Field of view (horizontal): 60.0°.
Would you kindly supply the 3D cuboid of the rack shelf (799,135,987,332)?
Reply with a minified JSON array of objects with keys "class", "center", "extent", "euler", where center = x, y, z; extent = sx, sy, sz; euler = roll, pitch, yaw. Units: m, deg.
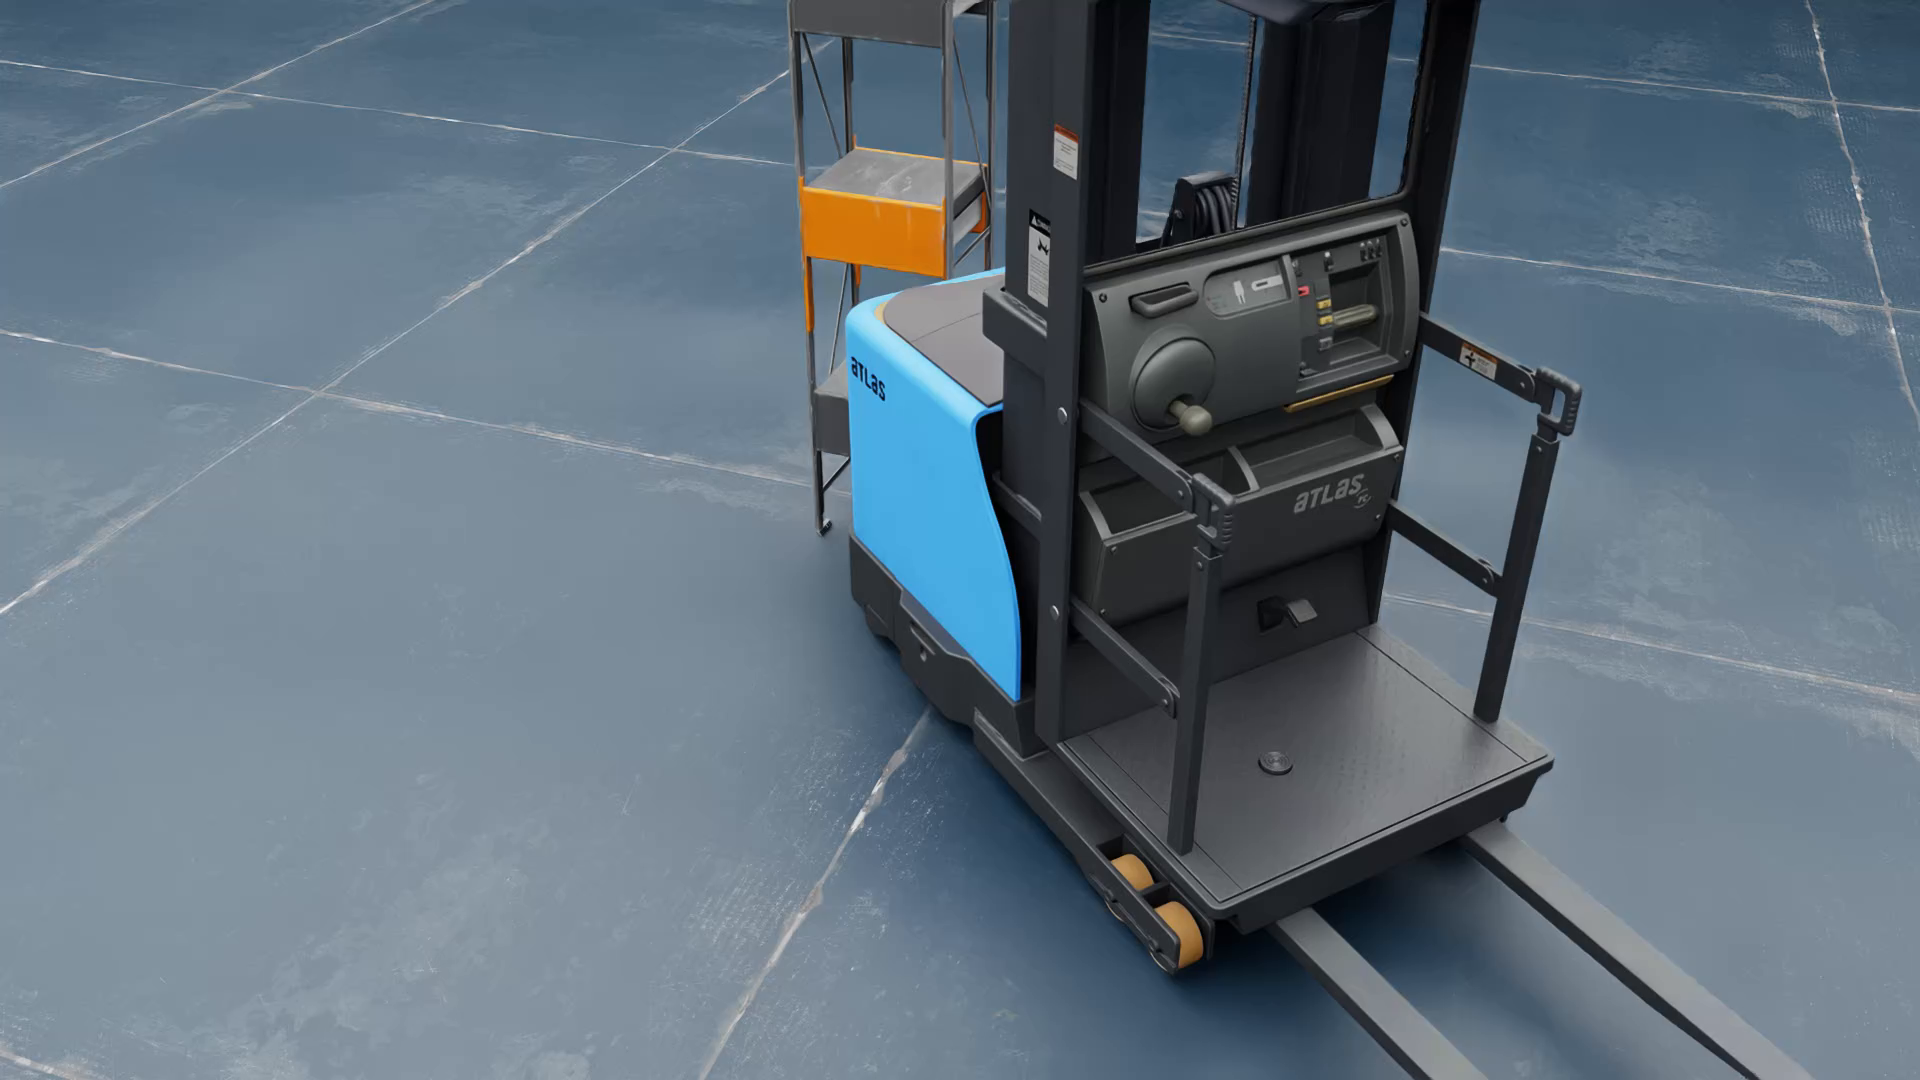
[{"class":"rack shelf","center":[-0.195,-0.945,5.303],"extent":[0.480,0.518,0.431],"euler":[12,35,17]}]

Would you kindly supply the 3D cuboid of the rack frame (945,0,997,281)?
[{"class":"rack frame","center":[0.033,-0.909,5.223],"extent":[0.015,2.100,0.400],"euler":[12,35,17]}]

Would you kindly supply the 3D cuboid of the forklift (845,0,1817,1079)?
[{"class":"forklift","center":[0.818,-0.456,3.754],"extent":[1.130,2.935,3.031],"euler":[-17,37,-25]}]

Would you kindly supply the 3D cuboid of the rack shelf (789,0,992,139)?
[{"class":"rack shelf","center":[-0.195,-1.533,4.924],"extent":[0.480,0.518,0.431],"euler":[12,35,17]}]

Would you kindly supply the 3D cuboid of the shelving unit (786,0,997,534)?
[{"class":"shelving unit","center":[-0.195,-0.957,5.296],"extent":[0.503,2.100,0.431],"euler":[12,35,17]}]

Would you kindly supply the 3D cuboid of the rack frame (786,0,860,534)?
[{"class":"rack frame","center":[-0.423,-1.004,5.369],"extent":[0.015,2.100,0.400],"euler":[12,35,17]}]

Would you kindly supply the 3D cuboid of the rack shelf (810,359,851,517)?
[{"class":"rack shelf","center":[-0.195,-0.357,5.683],"extent":[0.480,0.518,0.431],"euler":[12,35,17]}]
